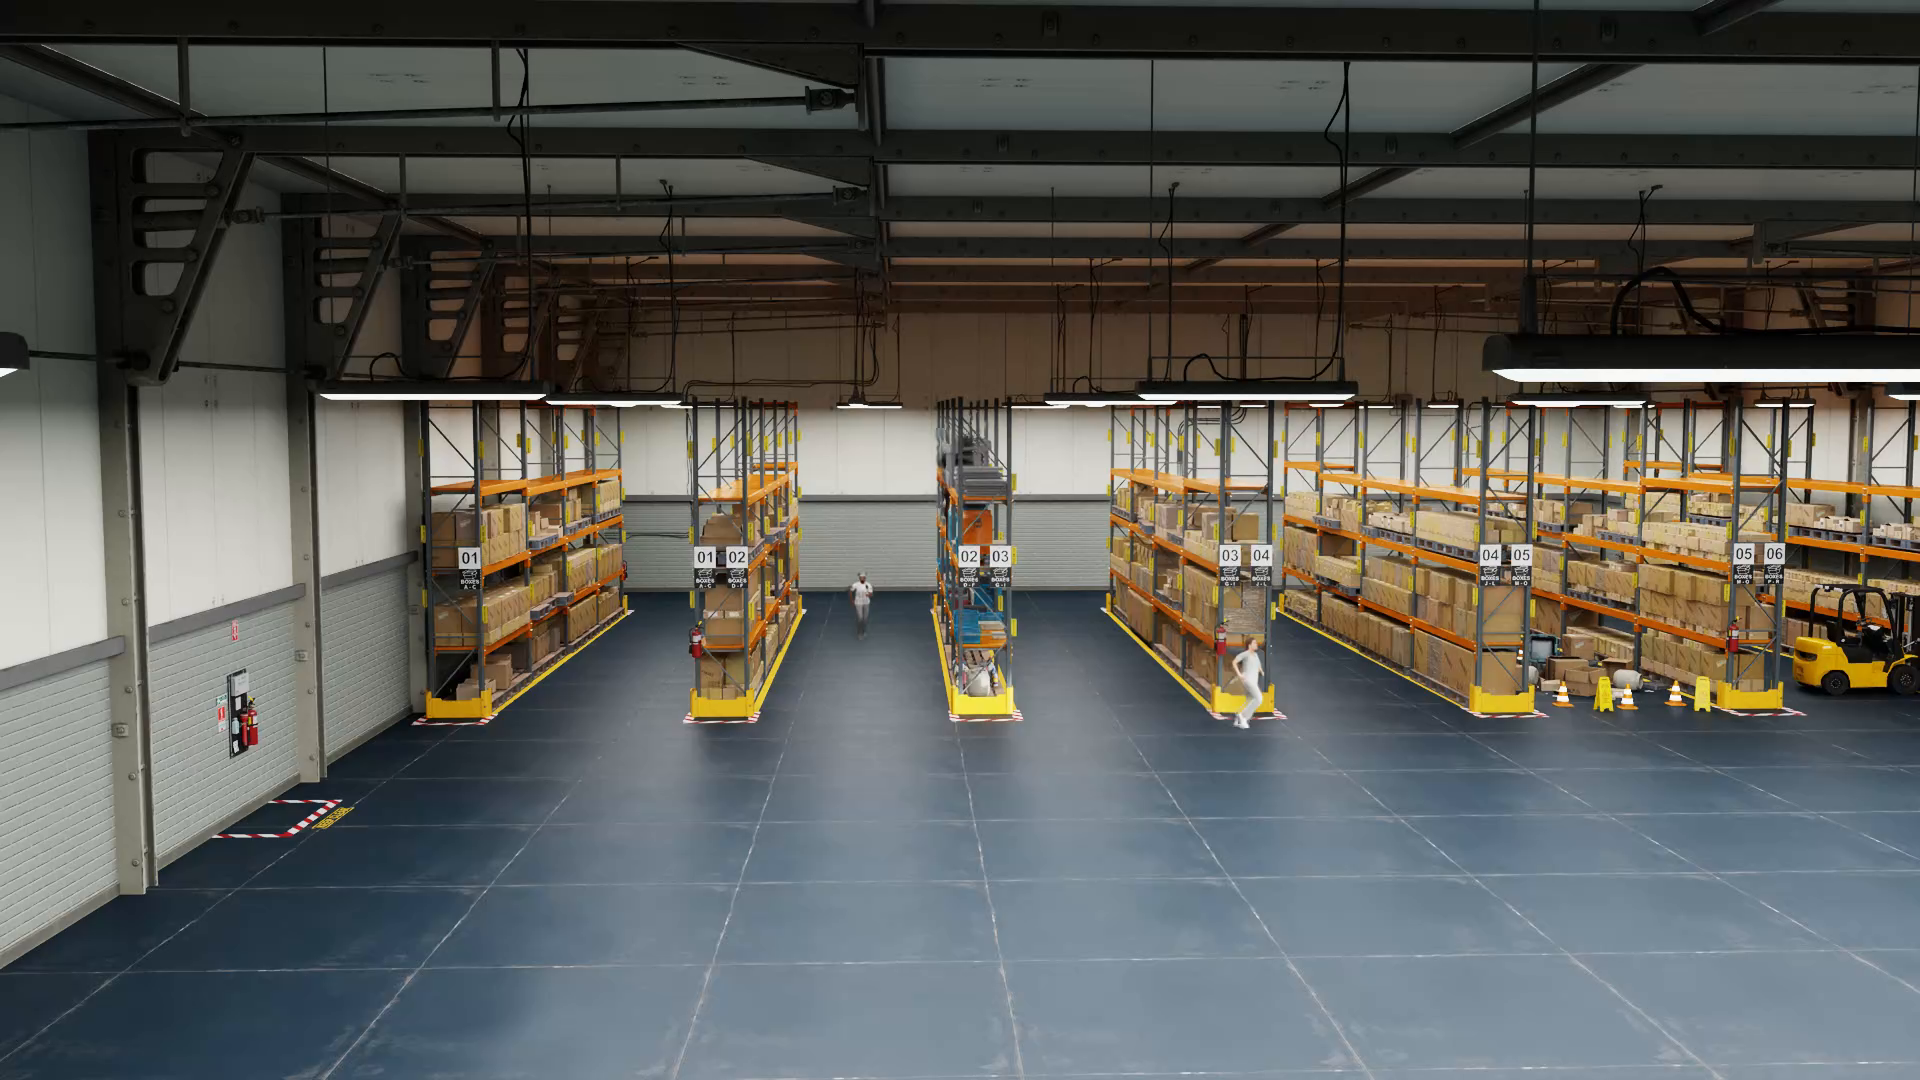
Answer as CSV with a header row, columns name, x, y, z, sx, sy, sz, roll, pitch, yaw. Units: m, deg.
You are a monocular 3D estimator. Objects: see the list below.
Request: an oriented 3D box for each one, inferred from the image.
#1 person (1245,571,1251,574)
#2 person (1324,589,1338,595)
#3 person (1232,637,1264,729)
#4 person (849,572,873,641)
name,x,y,z,sx,sy,sz,roll,pitch,yaw
person,8.136,1.186,47.840,0.686,1.681,0.634,3,5,33
person,10.784,1.143,48.516,0.674,1.651,0.891,-3,5,-34
person,5.264,2.576,30.095,0.576,1.634,0.577,3,5,33
person,-2.457,1.662,41.723,0.543,1.758,0.755,-2,5,-19
